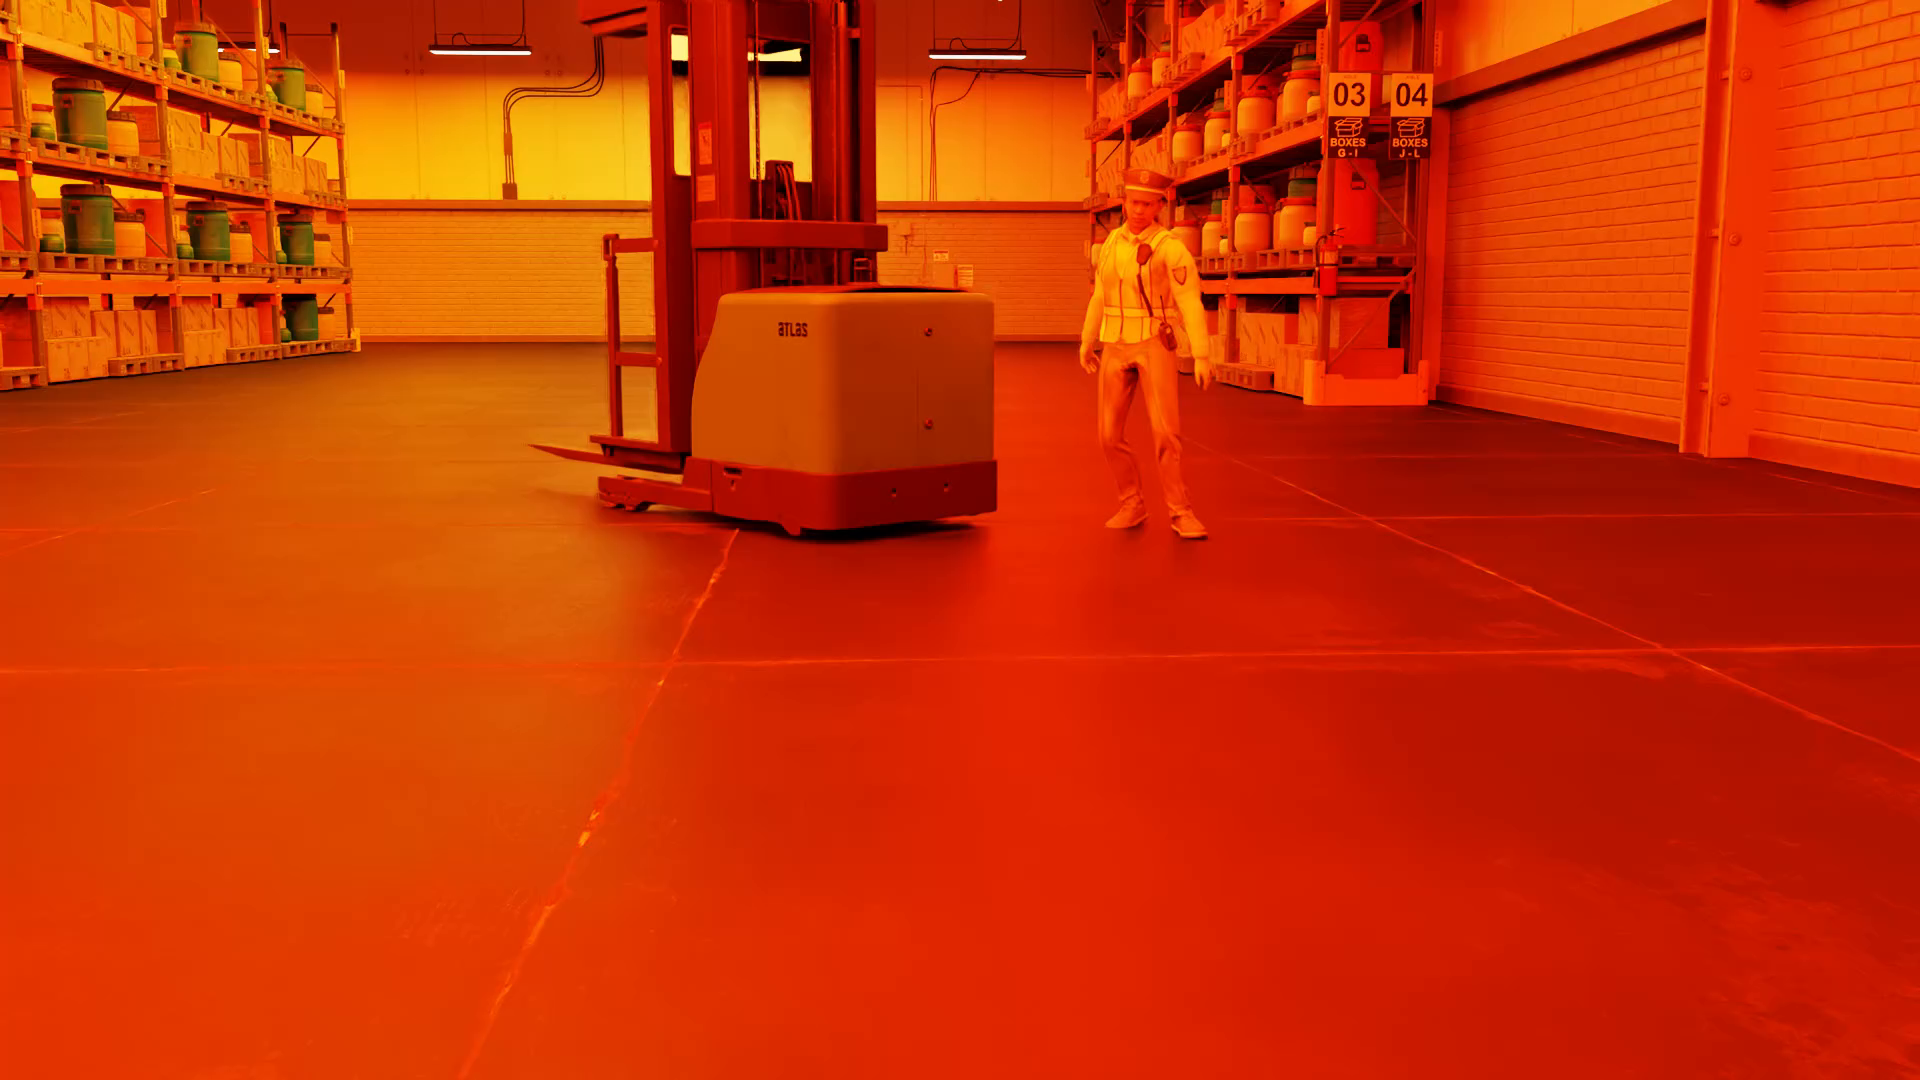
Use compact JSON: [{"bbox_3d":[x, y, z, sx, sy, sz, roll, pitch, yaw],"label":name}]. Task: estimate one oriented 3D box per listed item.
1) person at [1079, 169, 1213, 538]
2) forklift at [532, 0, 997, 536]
[{"bbox_3d":[0.833,-0.836,7.543,0.809,1.639,0.417,8,12,43],"label":"person"},{"bbox_3d":[-1.177,-1.632,8.323,1.130,2.935,3.031,-7,11,-41],"label":"forklift"}]
